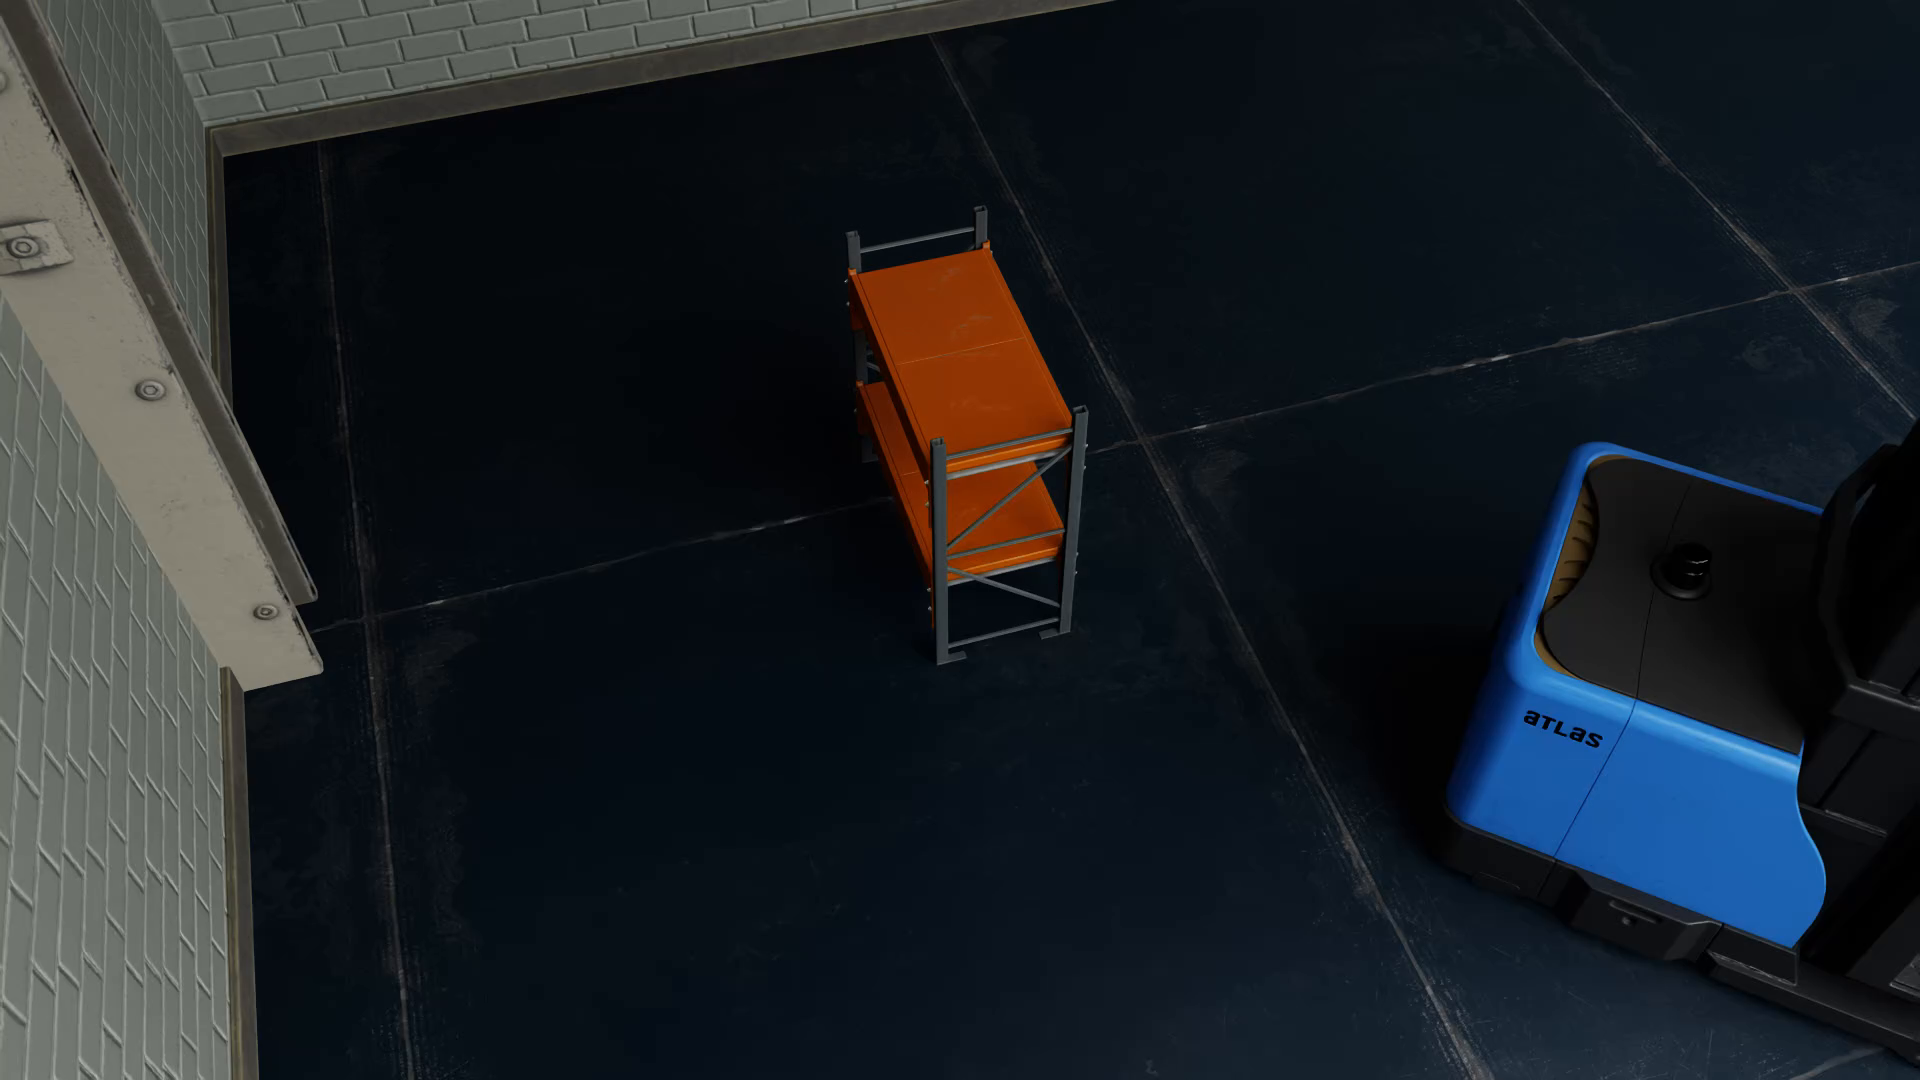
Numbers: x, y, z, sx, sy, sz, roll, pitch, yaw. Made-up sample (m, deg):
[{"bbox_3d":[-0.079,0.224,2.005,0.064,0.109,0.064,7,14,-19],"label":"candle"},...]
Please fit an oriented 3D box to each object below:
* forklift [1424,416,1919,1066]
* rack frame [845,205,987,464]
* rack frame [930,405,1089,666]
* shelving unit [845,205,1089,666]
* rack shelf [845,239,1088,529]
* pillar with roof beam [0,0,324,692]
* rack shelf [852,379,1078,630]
[{"bbox_3d":[3.050,0.242,4.129,3.031,2.935,1.130,20,53,16],"label":"forklift"},{"bbox_3d":[-0.148,-0.729,6.129,0.500,1.125,0.032,-13,51,-11],"label":"rack frame"},{"bbox_3d":[0.152,0.014,5.503,0.500,1.125,0.032,-13,51,-11],"label":"rack frame"},{"bbox_3d":[0.002,-0.358,5.816,0.538,1.125,1.048,-13,51,-11],"label":"shelving unit"},{"bbox_3d":[0.002,-0.546,5.592,0.538,0.278,1.000,-13,51,-11],"label":"rack shelf"},{"bbox_3d":[1.665,-3.517,3.329,9.100,9.000,0.400,-13,51,-11],"label":"pillar with roof beam"},{"bbox_3d":[0.002,-0.200,6.003,0.538,0.278,1.000,-13,51,-11],"label":"rack shelf"}]
